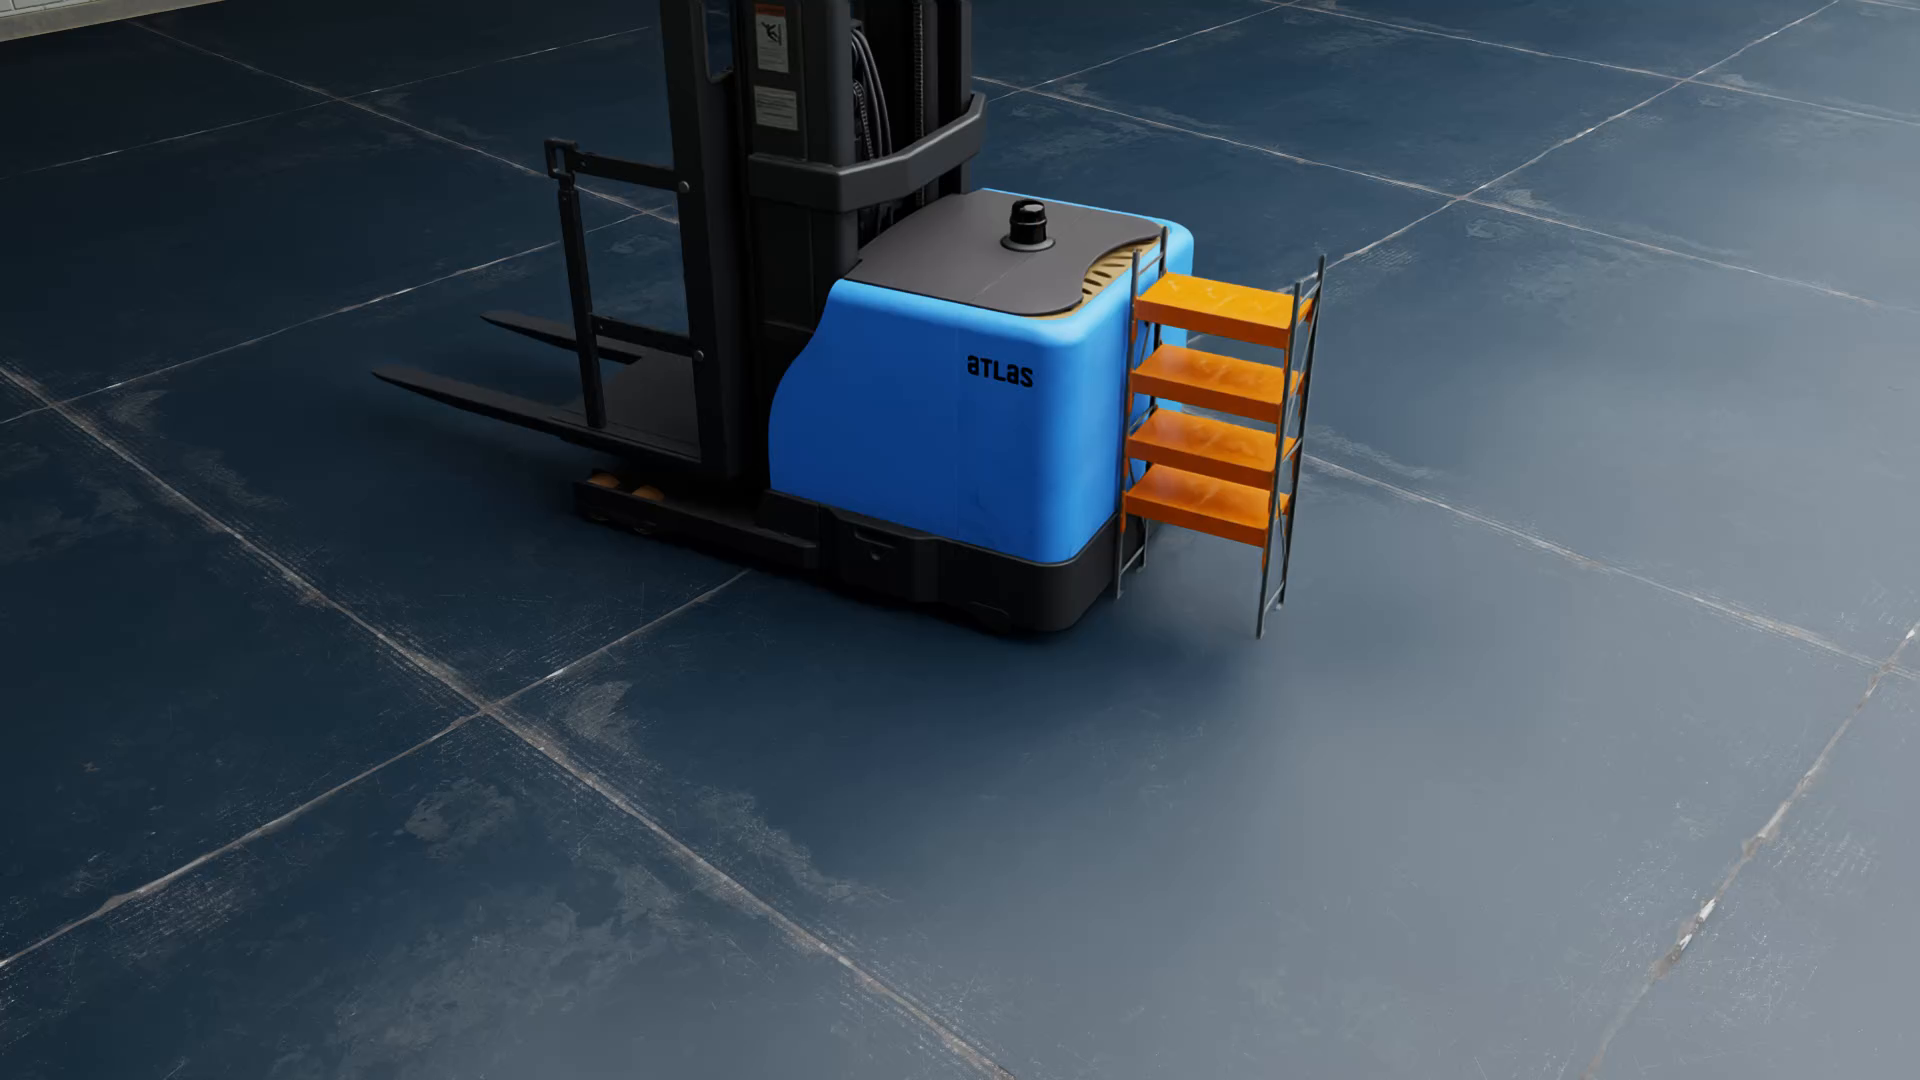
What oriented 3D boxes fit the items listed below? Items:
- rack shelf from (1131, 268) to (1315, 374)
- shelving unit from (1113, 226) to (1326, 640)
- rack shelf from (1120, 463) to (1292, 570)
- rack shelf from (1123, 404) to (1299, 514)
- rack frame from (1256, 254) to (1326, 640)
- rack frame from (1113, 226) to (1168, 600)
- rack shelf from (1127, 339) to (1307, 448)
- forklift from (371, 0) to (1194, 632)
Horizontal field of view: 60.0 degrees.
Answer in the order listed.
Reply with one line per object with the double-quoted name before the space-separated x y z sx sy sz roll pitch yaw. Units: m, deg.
"rack shelf" 0.778 -0.651 4.905 0.480 0.148 0.258 15 34 24
"shelving unit" 0.778 -0.314 5.108 0.503 1.200 0.258 15 34 24
"rack shelf" 0.778 -0.086 5.245 0.480 0.148 0.258 15 34 24
"rack shelf" 0.778 -0.256 5.143 0.480 0.148 0.258 15 34 24
"rack frame" 0.993 -0.255 5.010 0.015 1.200 0.240 15 34 24
"rack frame" 0.562 -0.373 5.206 0.015 1.200 0.240 15 34 24
"rack shelf" 0.778 -0.448 5.027 0.480 0.148 0.258 15 34 24
"forklift" -0.776 -1.497 5.395 3.031 2.935 1.130 15 34 24
